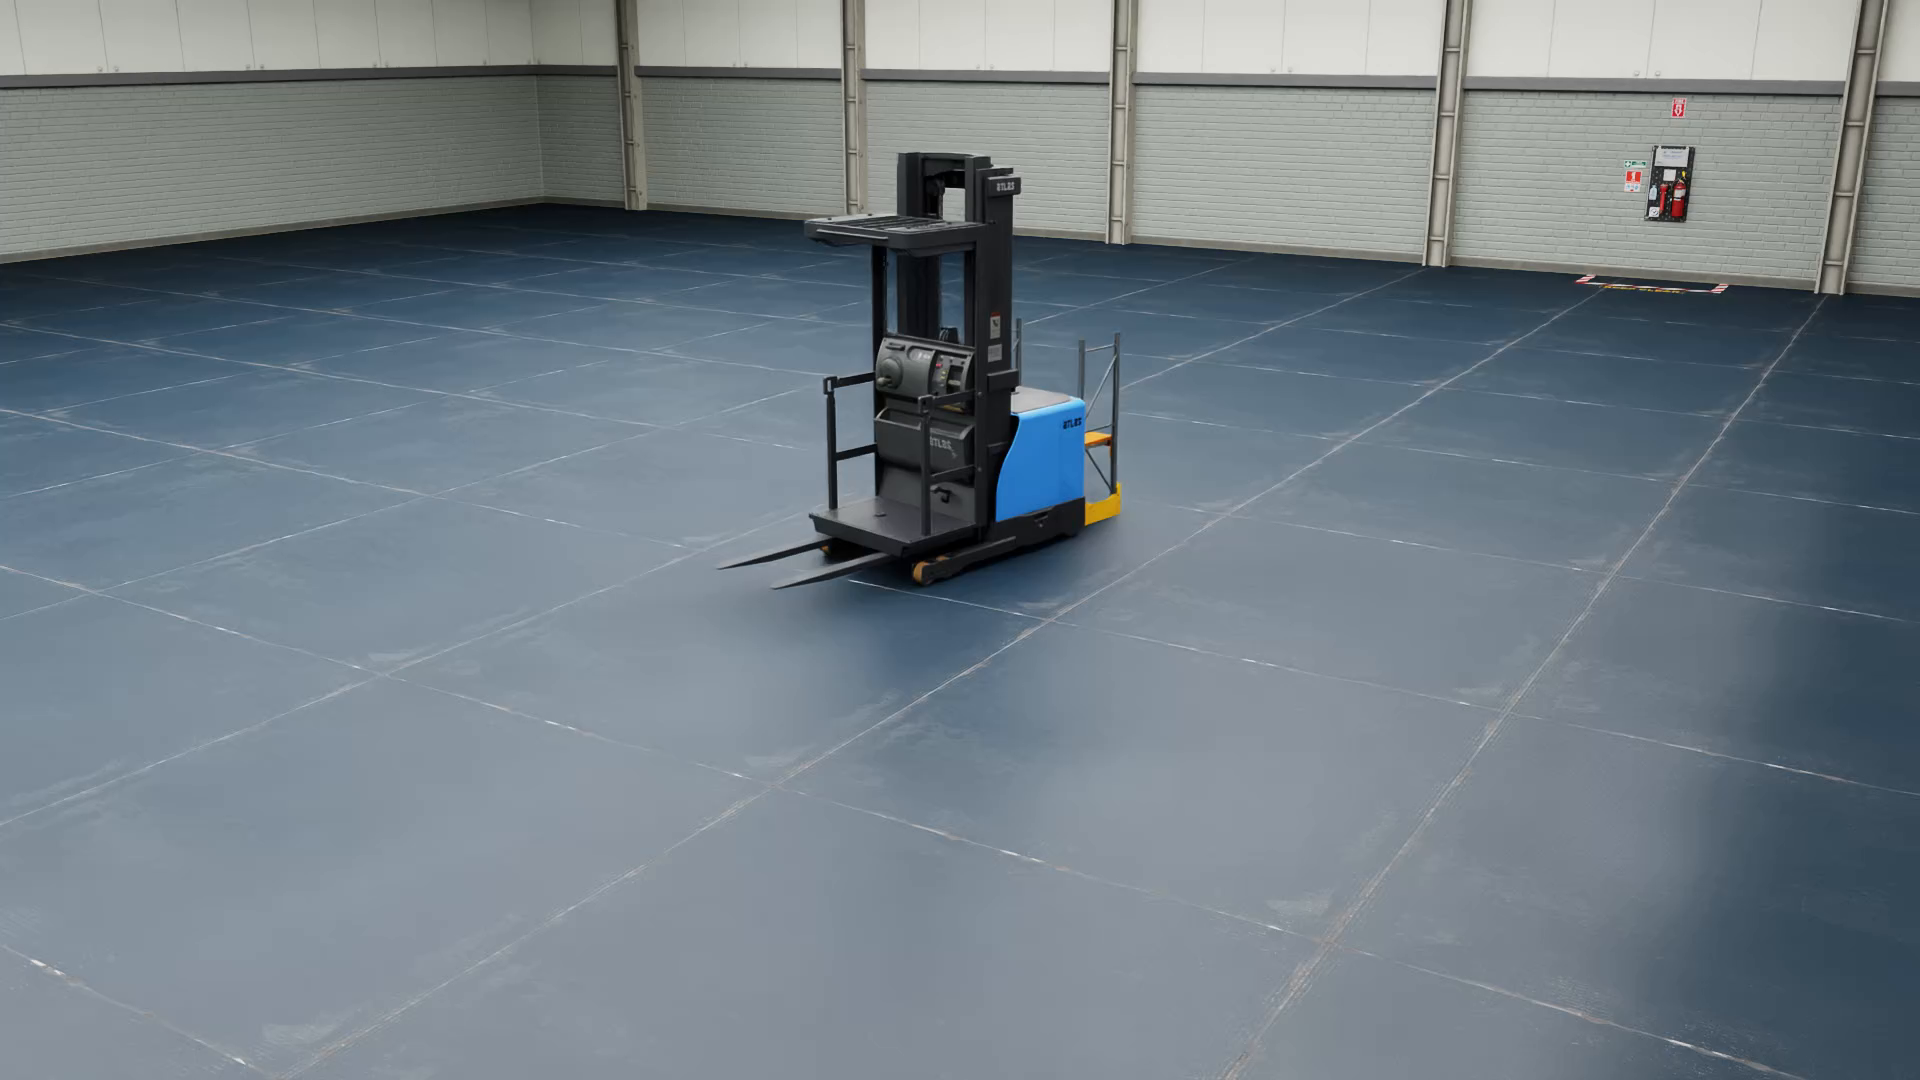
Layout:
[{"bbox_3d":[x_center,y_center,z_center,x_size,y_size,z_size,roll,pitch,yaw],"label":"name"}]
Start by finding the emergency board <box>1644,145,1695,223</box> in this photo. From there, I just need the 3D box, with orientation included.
[{"bbox_3d":[11.118,-5.577,26.082,0.643,1.169,0.194,10,20,30],"label":"emergency board"}]

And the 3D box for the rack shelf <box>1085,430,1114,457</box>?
[{"bbox_3d":[0.714,-0.806,13.572,1.000,0.185,0.538,15,22,40],"label":"rack shelf"}]

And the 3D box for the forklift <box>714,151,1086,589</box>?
[{"bbox_3d":[-0.410,-1.249,11.951,1.130,2.935,3.031,16,23,42],"label":"forklift"}]

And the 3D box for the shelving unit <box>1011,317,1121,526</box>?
[{"bbox_3d":[0.721,-0.976,13.514,1.083,1.500,0.587,15,22,40],"label":"shelving unit"}]

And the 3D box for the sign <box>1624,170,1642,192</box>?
[{"bbox_3d":[10.701,-5.704,26.438,0.234,0.329,0.001,10,20,30],"label":"sign"}]

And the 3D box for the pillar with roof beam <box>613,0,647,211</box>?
[{"bbox_3d":[-9.500,-10.647,32.449,0.400,9.000,9.100,10,20,30],"label":"pillar with roof beam"}]

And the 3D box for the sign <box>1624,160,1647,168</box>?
[{"bbox_3d":[10.700,-5.955,26.351,0.331,0.109,0.001,10,20,30],"label":"sign"}]

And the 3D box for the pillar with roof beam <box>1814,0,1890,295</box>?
[{"bbox_3d":[10.951,-6.996,20.431,0.400,9.000,9.100,10,20,30],"label":"pillar with roof beam"}]

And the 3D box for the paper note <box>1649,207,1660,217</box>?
[{"bbox_3d":[11.003,-5.200,26.355,0.142,0.148,0.016,10,20,30],"label":"paper note"}]

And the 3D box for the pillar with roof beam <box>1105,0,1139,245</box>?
[{"bbox_3d":[0.726,-8.822,26.440,0.400,9.000,9.100,10,20,30],"label":"pillar with roof beam"}]

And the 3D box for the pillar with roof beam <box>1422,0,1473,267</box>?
[{"bbox_3d":[5.838,-7.909,23.436,0.400,9.000,9.100,10,20,30],"label":"pillar with roof beam"}]

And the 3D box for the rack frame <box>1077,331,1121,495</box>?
[{"bbox_3d":[1.092,-0.879,13.195,0.032,1.500,0.500,15,22,40],"label":"rack frame"}]

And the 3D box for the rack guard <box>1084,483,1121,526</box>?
[{"bbox_3d":[1.091,-0.281,13.377,0.087,0.250,0.587,15,22,40],"label":"rack guard"}]

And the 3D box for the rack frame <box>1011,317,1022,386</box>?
[{"bbox_3d":[0.336,-1.077,13.845,0.032,1.500,0.500,15,22,40],"label":"rack frame"}]

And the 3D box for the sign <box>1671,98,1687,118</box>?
[{"bbox_3d":[11.163,-6.713,25.830,0.199,0.298,0.001,10,20,30],"label":"sign"}]

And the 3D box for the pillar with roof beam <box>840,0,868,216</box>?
[{"bbox_3d":[-4.387,-9.734,29.445,0.400,9.000,9.100,10,20,30],"label":"pillar with roof beam"}]
